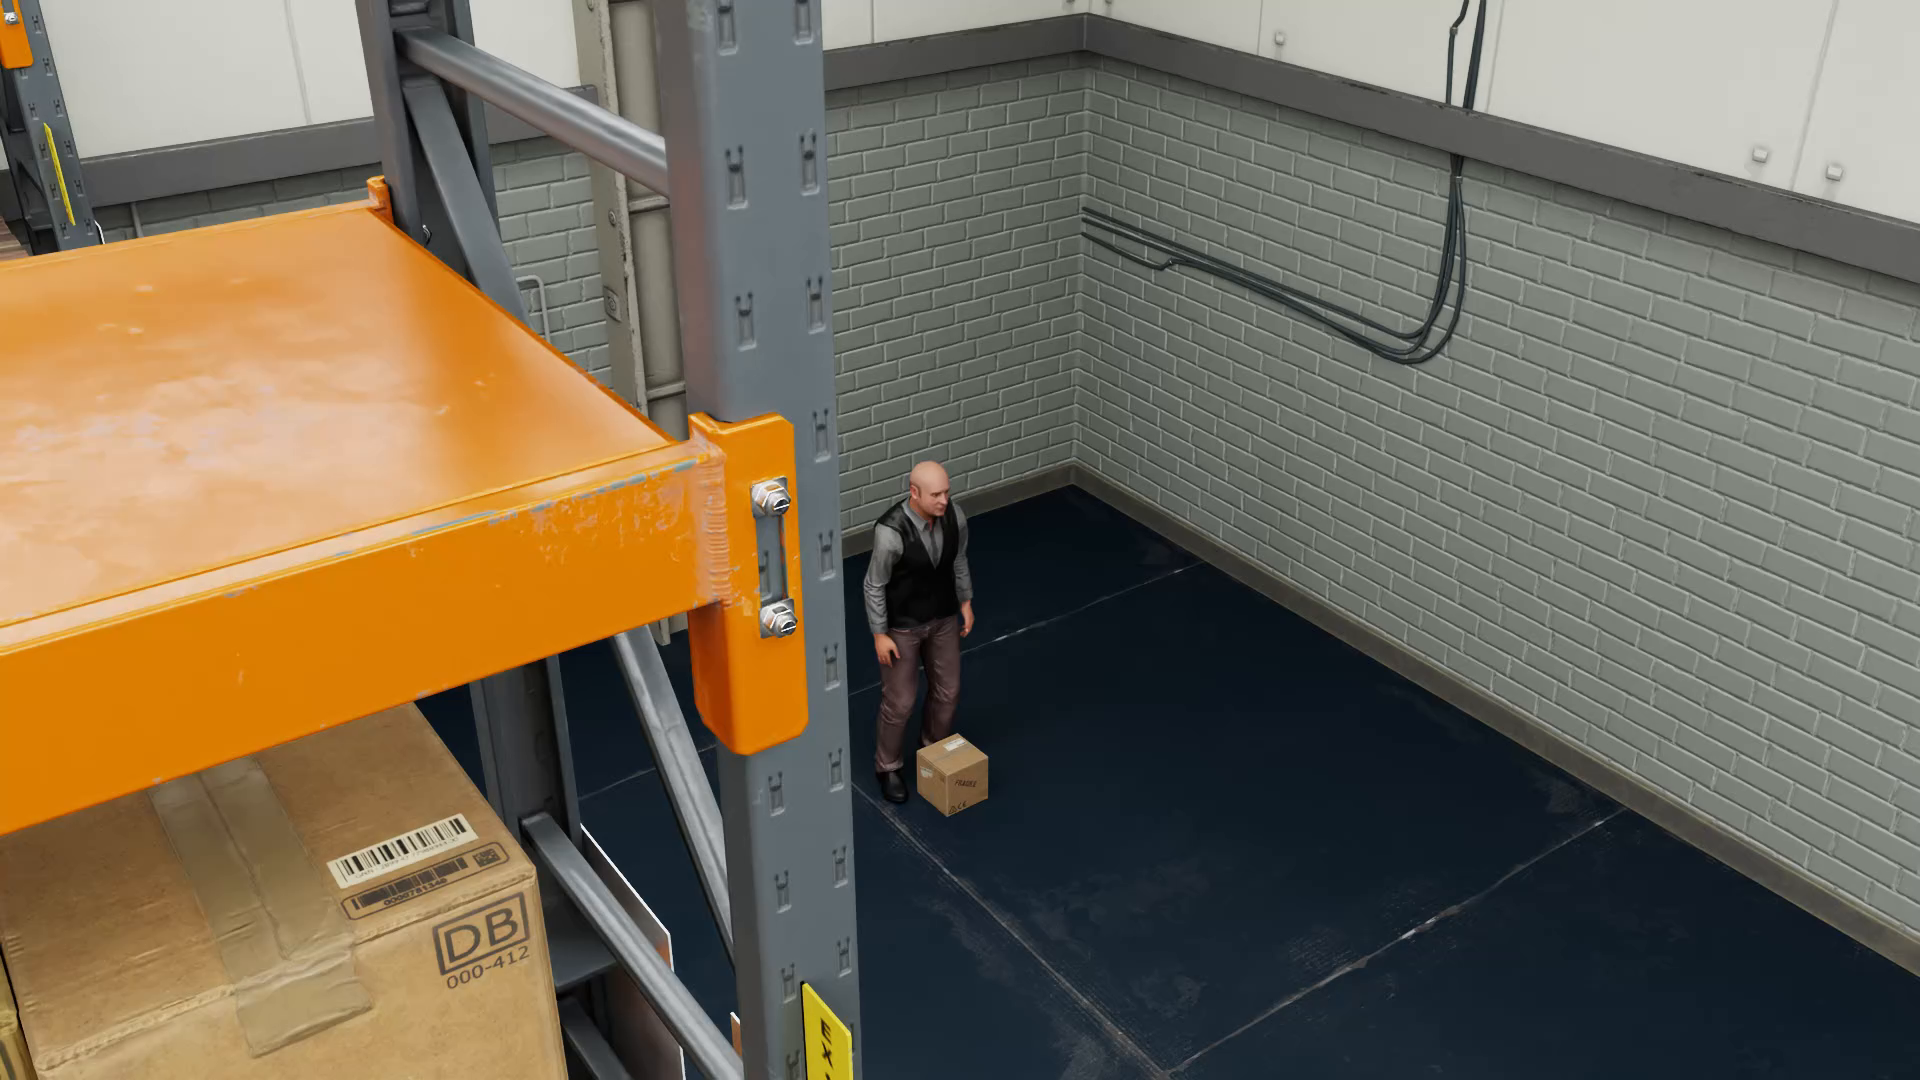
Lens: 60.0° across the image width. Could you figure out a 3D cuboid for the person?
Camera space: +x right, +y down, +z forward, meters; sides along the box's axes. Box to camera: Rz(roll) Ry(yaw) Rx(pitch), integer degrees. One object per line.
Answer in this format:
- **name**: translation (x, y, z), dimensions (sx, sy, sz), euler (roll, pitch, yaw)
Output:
- **person**: translation (-0.184, 0.395, 7.917), dimensions (0.589, 1.721, 0.464), euler (-20, 34, -32)
